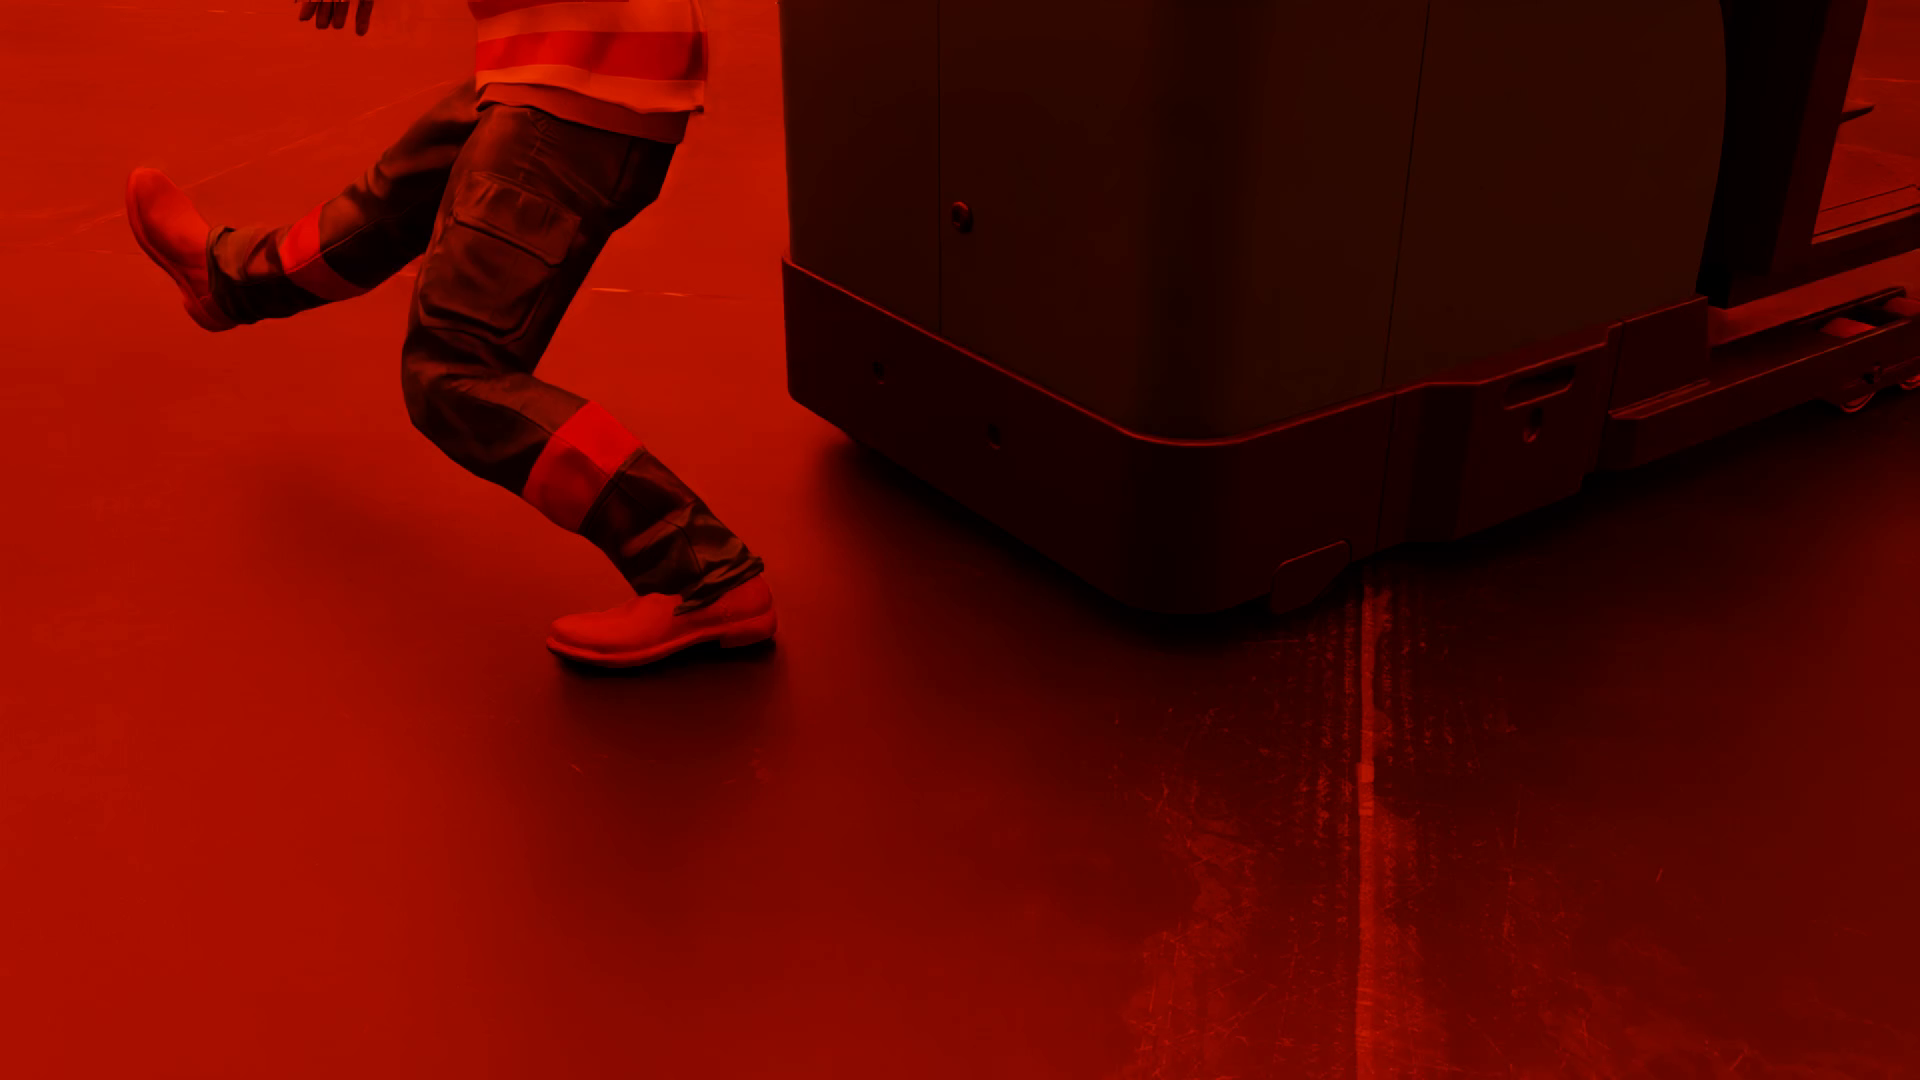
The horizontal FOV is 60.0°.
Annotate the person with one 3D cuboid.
[{"bbox_3d":[-0.826,-0.663,2.303,1.130,1.389,1.059,-1,27,-2],"label":"person"}]

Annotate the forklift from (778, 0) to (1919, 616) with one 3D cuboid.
[{"bbox_3d":[1.207,-1.711,2.637,3.031,2.935,1.130,-17,32,-31],"label":"forklift"}]
